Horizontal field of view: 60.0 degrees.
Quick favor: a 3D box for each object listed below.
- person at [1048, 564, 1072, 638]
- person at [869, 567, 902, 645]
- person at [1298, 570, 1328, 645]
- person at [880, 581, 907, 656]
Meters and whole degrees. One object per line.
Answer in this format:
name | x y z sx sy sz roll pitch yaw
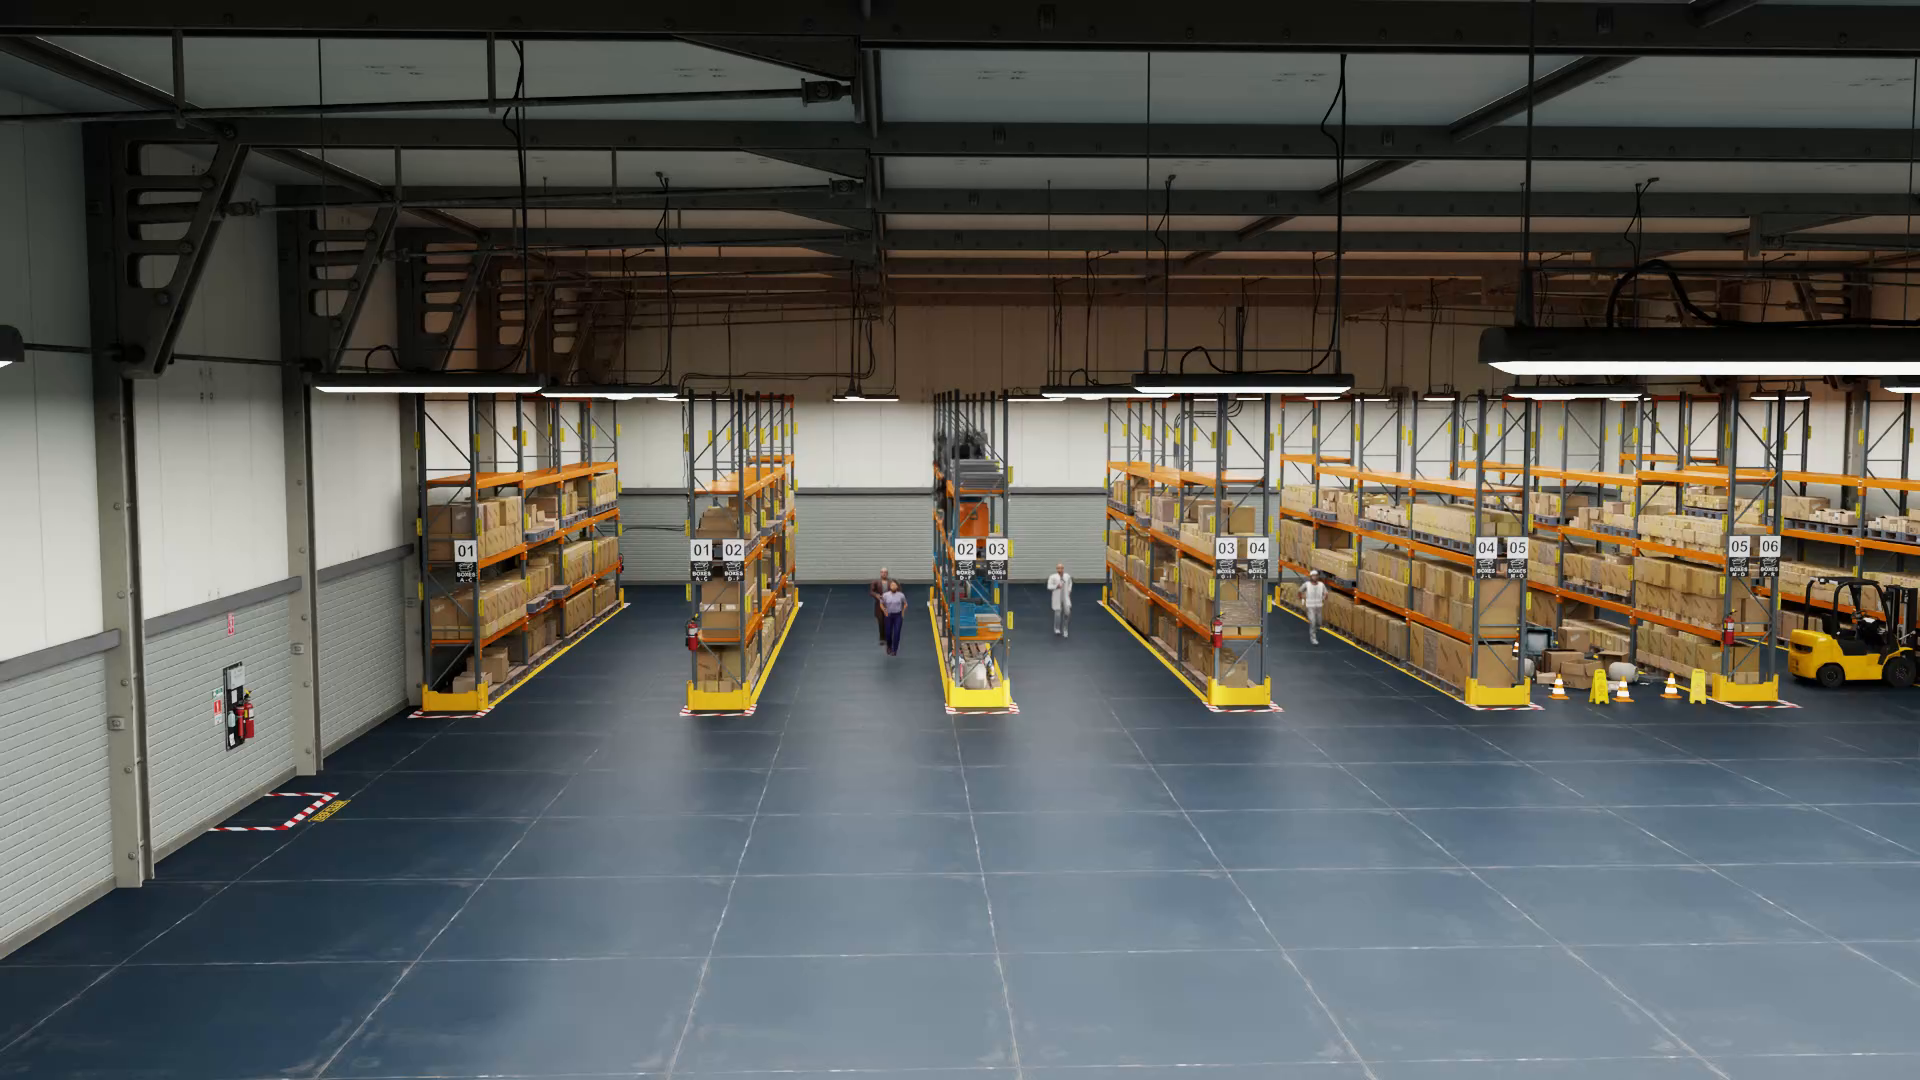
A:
person | 2.489 1.500 41.015 0.688 1.834 0.784 -1 5 -11
person | -1.663 1.563 37.078 0.740 1.911 0.791 0 5 0
person | 8.462 1.602 39.793 0.698 1.757 0.886 0 5 -4
person | -1.436 1.699 36.068 0.596 1.610 0.499 0 5 -5
